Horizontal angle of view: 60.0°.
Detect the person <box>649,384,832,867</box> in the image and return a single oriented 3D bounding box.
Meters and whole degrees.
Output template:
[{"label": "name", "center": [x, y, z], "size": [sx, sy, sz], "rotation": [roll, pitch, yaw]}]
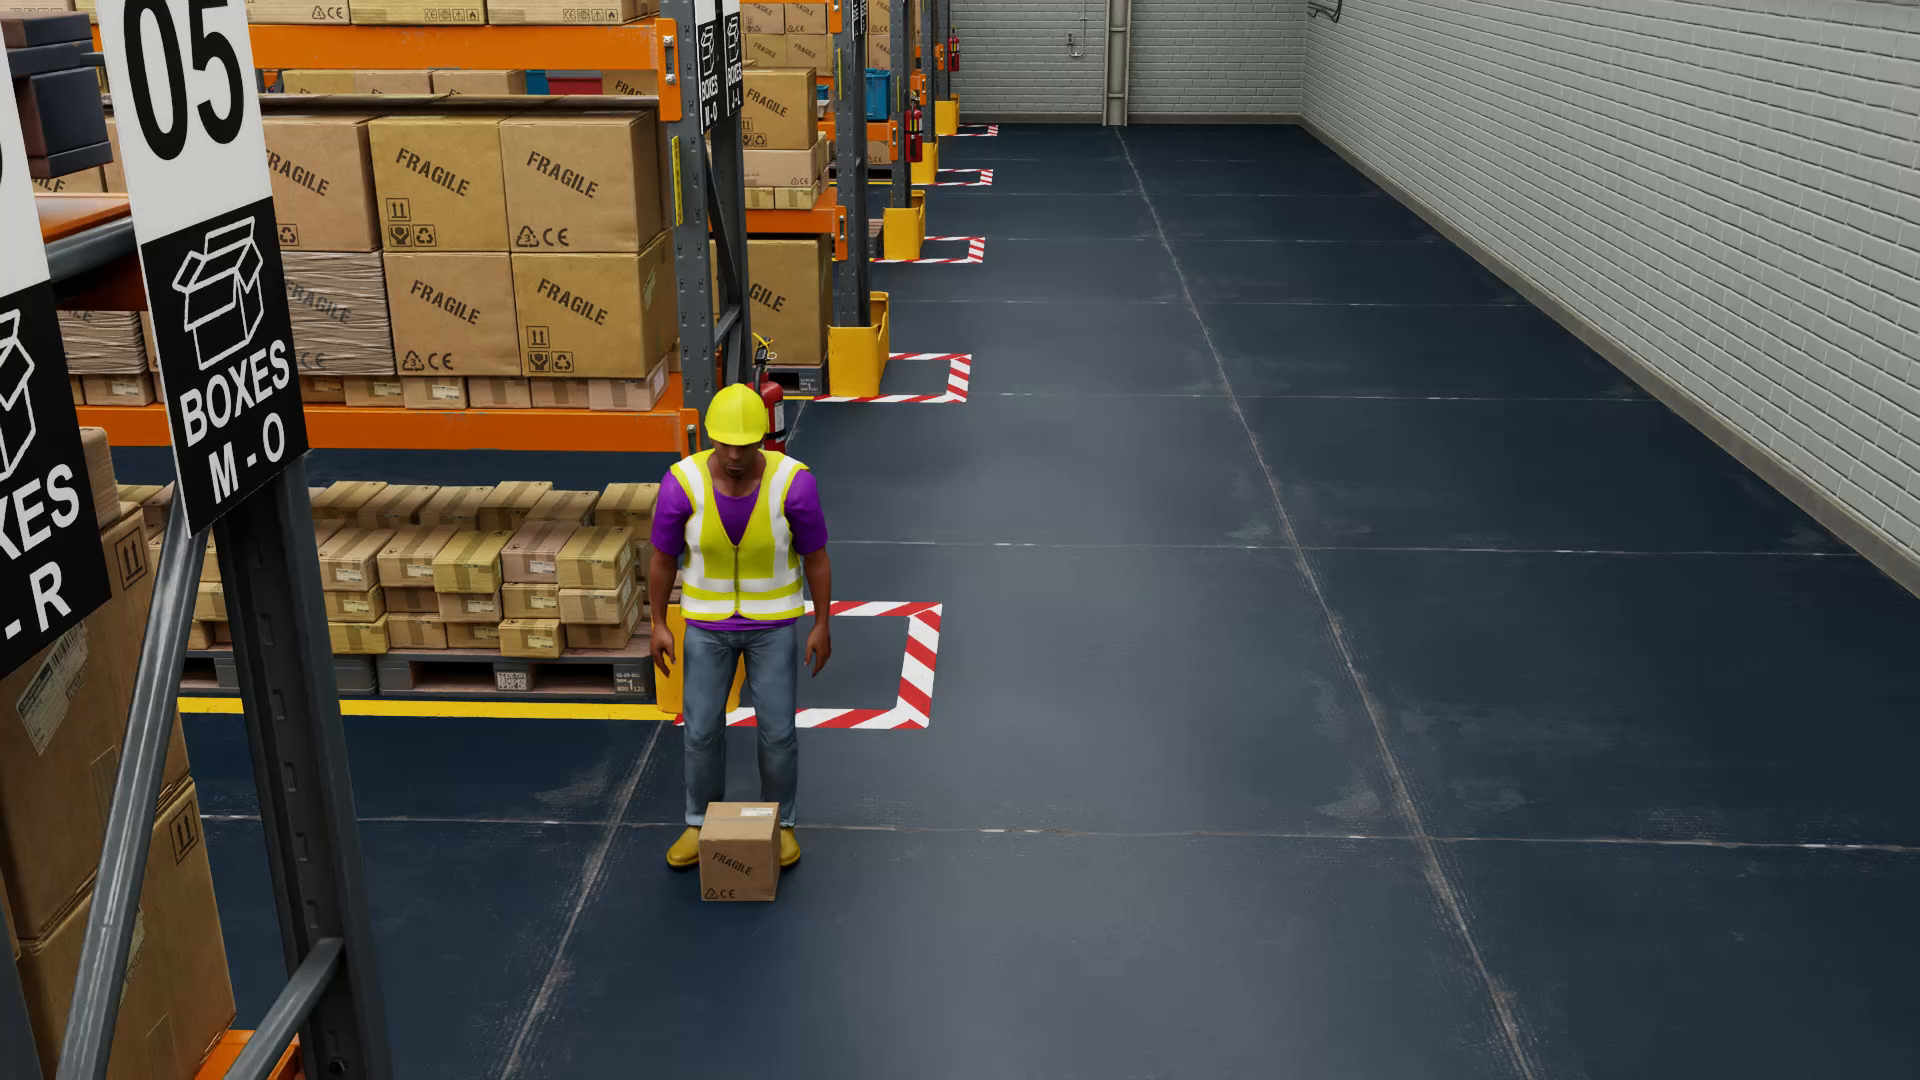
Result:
[{"label": "person", "center": [-0.759, 0.300, 5.758], "size": [0.632, 1.759, 0.461], "rotation": [-1, 21, -2]}]
